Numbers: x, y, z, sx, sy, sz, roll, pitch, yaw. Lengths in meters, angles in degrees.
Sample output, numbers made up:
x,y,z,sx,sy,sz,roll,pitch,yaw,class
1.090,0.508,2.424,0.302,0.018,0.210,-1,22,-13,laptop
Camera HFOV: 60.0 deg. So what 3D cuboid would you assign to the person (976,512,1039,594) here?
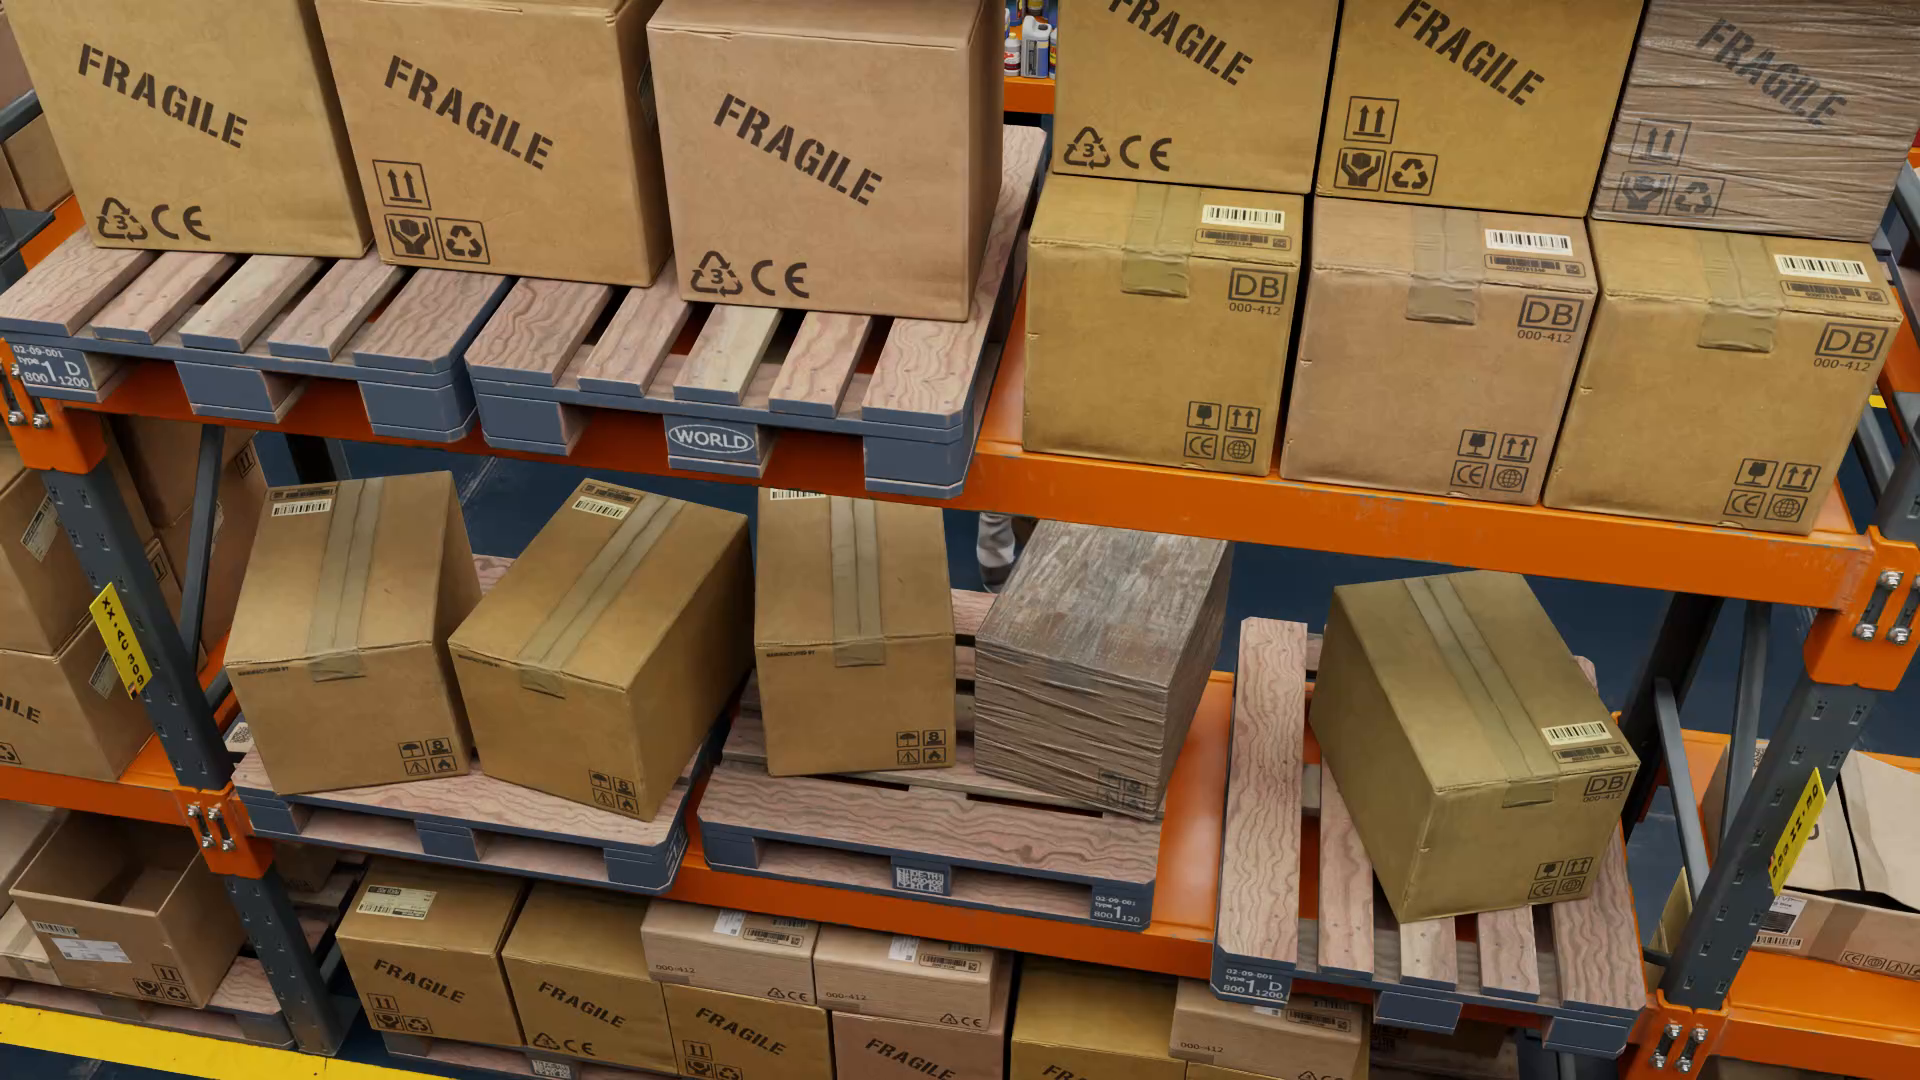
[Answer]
x,y,z,sx,sy,sz,roll,pitch,yaw,class
0.271,-0.473,6.697,0.577,1.804,0.483,15,42,17,person
